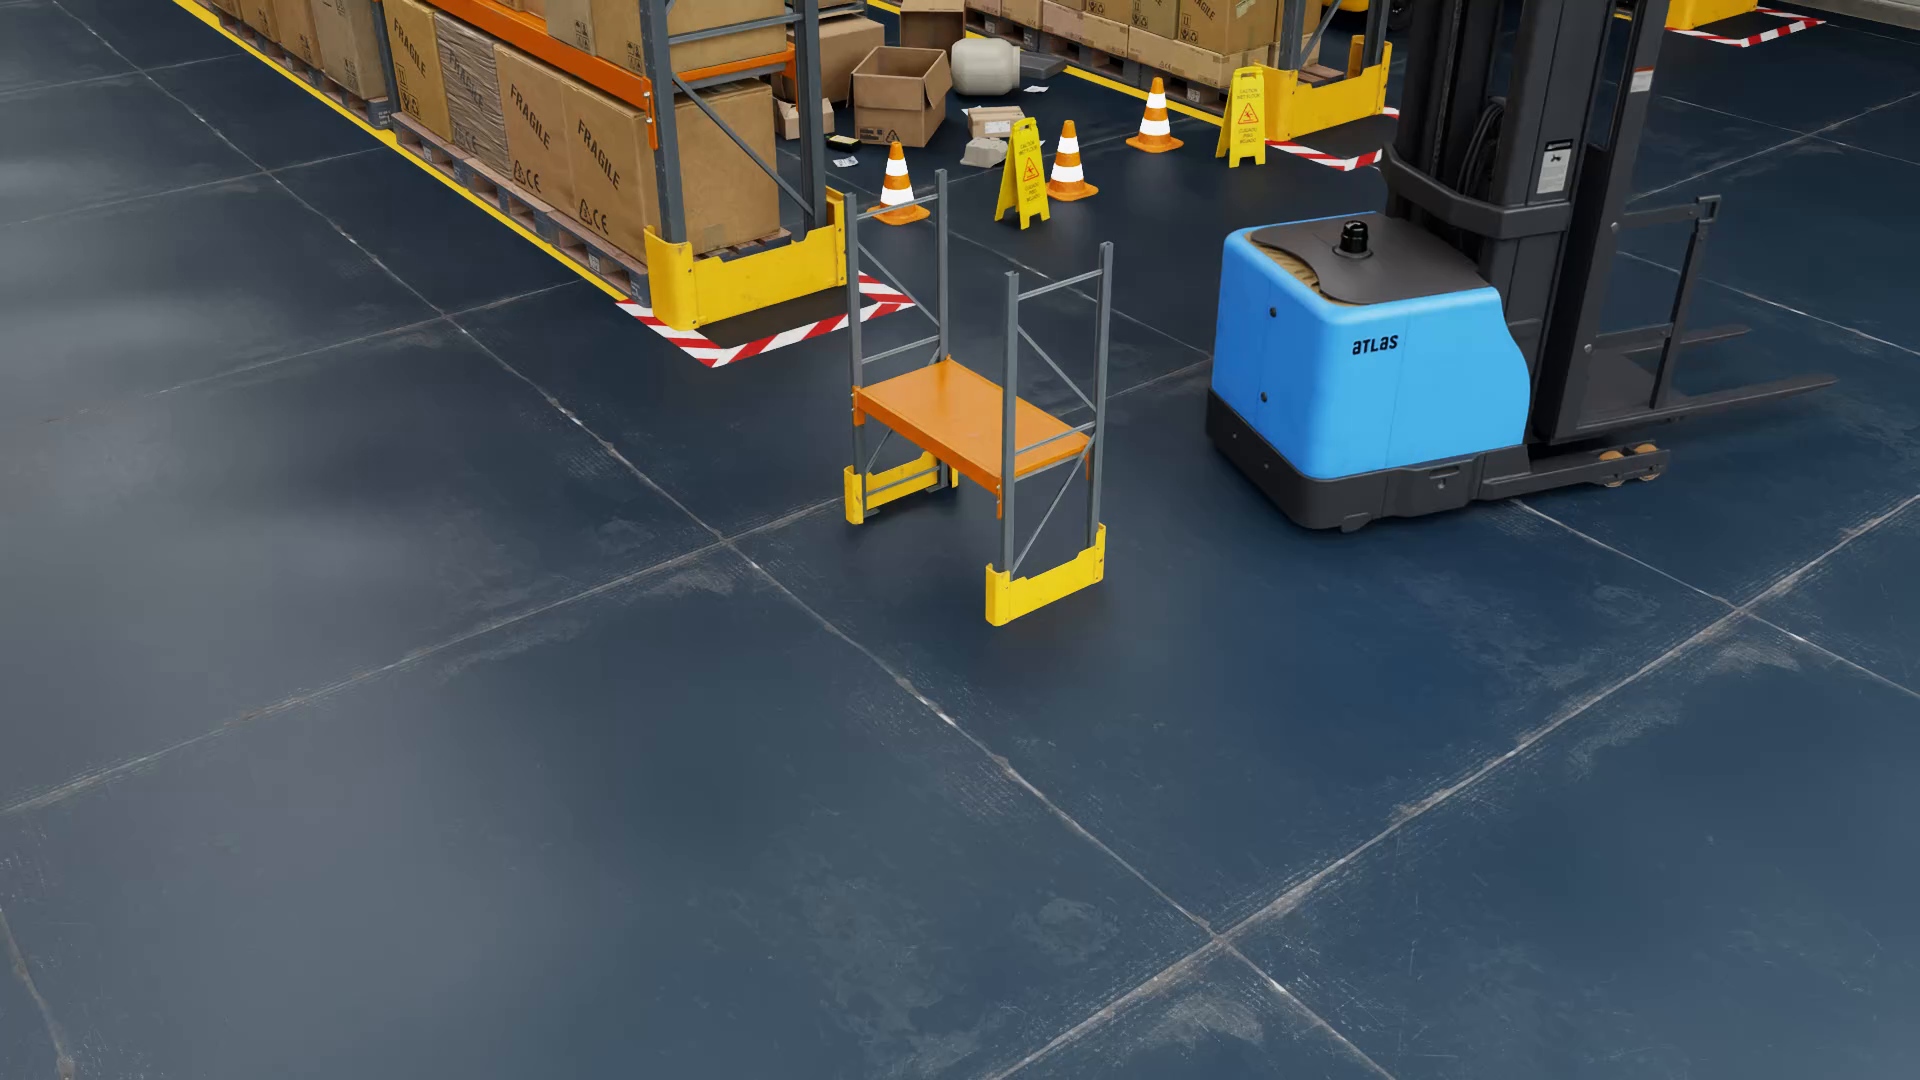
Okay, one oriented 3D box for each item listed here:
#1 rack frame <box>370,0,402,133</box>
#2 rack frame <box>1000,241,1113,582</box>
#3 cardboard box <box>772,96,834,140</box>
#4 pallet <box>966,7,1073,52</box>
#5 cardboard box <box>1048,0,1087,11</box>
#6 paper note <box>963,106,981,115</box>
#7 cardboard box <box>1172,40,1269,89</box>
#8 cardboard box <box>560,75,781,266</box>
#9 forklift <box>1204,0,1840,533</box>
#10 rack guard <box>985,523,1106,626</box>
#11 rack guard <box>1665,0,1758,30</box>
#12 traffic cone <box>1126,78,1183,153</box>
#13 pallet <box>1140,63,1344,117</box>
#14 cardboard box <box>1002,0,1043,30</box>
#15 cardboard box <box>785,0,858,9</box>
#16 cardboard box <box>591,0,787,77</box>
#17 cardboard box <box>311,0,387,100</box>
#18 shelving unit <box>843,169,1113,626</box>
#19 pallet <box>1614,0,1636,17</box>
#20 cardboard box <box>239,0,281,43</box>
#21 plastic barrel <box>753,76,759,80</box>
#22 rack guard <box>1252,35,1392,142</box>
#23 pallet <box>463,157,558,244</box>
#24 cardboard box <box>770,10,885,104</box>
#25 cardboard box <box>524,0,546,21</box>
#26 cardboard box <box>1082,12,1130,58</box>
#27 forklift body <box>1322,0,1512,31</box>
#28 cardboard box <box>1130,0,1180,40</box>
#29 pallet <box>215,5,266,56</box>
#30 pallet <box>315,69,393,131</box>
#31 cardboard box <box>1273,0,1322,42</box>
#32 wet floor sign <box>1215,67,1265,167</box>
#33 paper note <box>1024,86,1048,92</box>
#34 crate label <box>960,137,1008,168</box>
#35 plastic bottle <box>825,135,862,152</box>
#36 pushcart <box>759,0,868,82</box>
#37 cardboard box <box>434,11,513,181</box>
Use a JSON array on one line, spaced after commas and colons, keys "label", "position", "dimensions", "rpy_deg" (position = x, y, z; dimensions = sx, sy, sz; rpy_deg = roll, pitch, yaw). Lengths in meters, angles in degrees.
[{"label": "rack frame", "position": [-3.642, -4.339, 11.393], "dimensions": [1.000, 3.000, 0.127], "rpy_deg": [-22, 38, -31]}, {"label": "rack frame", "position": [0.364, -0.390, 6.456], "dimensions": [0.500, 1.500, 0.032], "rpy_deg": [-22, 38, -31]}, {"label": "cardboard box", "position": [-1.133, -3.057, 11.921], "dimensions": [0.396, 0.266, 0.258], "rpy_deg": [-16, 35, -23]}, {"label": "pallet", "position": [0.646, -4.530, 14.343], "dimensions": [1.003, 0.211, 1.213], "rpy_deg": [-22, 38, -31]}, {"label": "cardboard box", "position": [1.009, -4.543, 13.218], "dimensions": [0.500, 0.500, 0.500], "rpy_deg": [-20, 37, -29]}, {"label": "paper note", "position": [0.104, -3.202, 12.388], "dimensions": [0.148, 0.019, 0.142], "rpy_deg": [-10, 33, -15]}, {"label": "cardboard box", "position": [1.936, -3.586, 12.389], "dimensions": [0.500, 0.250, 0.500], "rpy_deg": [-22, 38, -32]}, {"label": "cardboard box", "position": [-1.657, -2.209, 9.580], "dimensions": [0.875, 0.875, 0.875], "rpy_deg": [-22, 38, -31]}, {"label": "forklift", "position": [2.742, -1.738, 7.271], "dimensions": [3.031, 2.935, 1.130], "rpy_deg": [-10, 33, -16]}, {"label": "rack guard", "position": [0.352, 0.133, 6.799], "dimensions": [0.587, 0.250, 0.087], "rpy_deg": [-22, 38, -31]}, {"label": "rack guard", "position": [6.592, -4.851, 14.587], "dimensions": [1.175, 0.500, 0.348], "rpy_deg": [-22, 38, -31]}, {"label": "traffic cone", "position": [1.376, -3.000, 11.642], "dimensions": [0.336, 0.463, 0.334], "rpy_deg": [-22, 38, -31]}, {"label": "pallet", "position": [2.142, -3.513, 12.706], "dimensions": [1.003, 0.211, 1.213], "rpy_deg": [-22, 38, -31]}, {"label": "cardboard box", "position": [0.691, -4.441, 13.766], "dimensions": [0.500, 0.250, 0.500], "rpy_deg": [-20, 37, -29]}, {"label": "cardboard box", "position": [-1.182, -4.654, 13.552], "dimensions": [0.500, 0.500, 0.500], "rpy_deg": [-22, 38, -31]}, {"label": "cardboard box", "position": [-1.453, -2.876, 8.895], "dimensions": [0.875, 0.550, 0.550], "rpy_deg": [-22, 38, -31]}, {"label": "cardboard box", "position": [-4.094, -3.791, 12.246], "dimensions": [1.050, 0.750, 0.750], "rpy_deg": [-22, 38, -32]}, {"label": "shelving unit", "position": [0.047, -0.605, 6.803], "dimensions": [0.587, 1.500, 1.083], "rpy_deg": [-22, 38, -31]}, {"label": "pallet", "position": [6.075, -5.044, 15.171], "dimensions": [1.003, 0.211, 1.213], "rpy_deg": [-22, 38, -31]}, {"label": "cardboard box", "position": [-5.254, -4.583, 13.520], "dimensions": [1.050, 0.750, 0.750], "rpy_deg": [-22, 38, -31]}, {"label": "plastic barrel", "position": [-1.735, -3.268, 12.111], "dimensions": [0.512, 0.421, 0.421], "rpy_deg": [1, 32, 2]}, {"label": "rack guard", "position": [2.612, -3.286, 12.066], "dimensions": [1.175, 0.500, 0.348], "rpy_deg": [-22, 38, -31]}, {"label": "pallet", "position": [-2.485, -2.304, 10.759], "dimensions": [1.003, 0.211, 1.213], "rpy_deg": [-22, 38, -31]}, {"label": "cardboard box", "position": [-0.998, -3.613, 12.462], "dimensions": [0.797, 0.637, 0.503], "rpy_deg": [-22, 38, -31]}, {"label": "cardboard box", "position": [-2.051, -3.372, 9.694], "dimensions": [0.875, 0.550, 0.550], "rpy_deg": [-22, 38, -31]}, {"label": "cardboard box", "position": [1.314, -4.011, 13.073], "dimensions": [0.500, 0.250, 0.500], "rpy_deg": [-24, 39, -33]}, {"label": "forklift body", "position": [3.974, -5.763, 14.490], "dimensions": [2.313, 2.155, 1.214], "rpy_deg": [-22, 38, -31]}, {"label": "cardboard box", "position": [1.639, -4.111, 12.523], "dimensions": [0.500, 0.500, 0.500], "rpy_deg": [-21, 37, -30]}, {"label": "pallet", "position": [-5.671, -4.469, 14.245], "dimensions": [1.003, 0.211, 1.213], "rpy_deg": [-22, 38, -31]}, {"label": "pallet", "position": [-4.175, -3.452, 12.608], "dimensions": [1.003, 0.211, 1.213], "rpy_deg": [-22, 38, -31]}, {"label": "cardboard box", "position": [2.368, -4.080, 12.473], "dimensions": [0.500, 0.500, 0.500], "rpy_deg": [-24, 39, -33]}, {"label": "wet floor sign", "position": [1.930, -2.890, 11.292], "dimensions": [0.267, 0.644, 0.232], "rpy_deg": [-10, 33, -15]}, {"label": "paper note", "position": [0.591, -3.484, 12.830], "dimensions": [0.148, 0.019, 0.142], "rpy_deg": [18, 36, 27]}, {"label": "crate label", "position": [0.177, -2.668, 11.416], "dimensions": [0.298, 0.136, 0.250], "rpy_deg": [12, 34, 19]}, {"label": "plastic bottle", "position": [-0.844, -2.791, 11.685], "dimensions": [0.283, 0.061, 0.133], "rpy_deg": [18, 36, 27]}, {"label": "pushcart", "position": [-1.564, -4.110, 13.510], "dimensions": [0.936, 0.377, 1.648], "rpy_deg": [18, 36, 27]}, {"label": "cardboard box", "position": [-2.756, -2.956, 10.782], "dimensions": [0.875, 0.875, 0.875], "rpy_deg": [-22, 38, -31]}]
